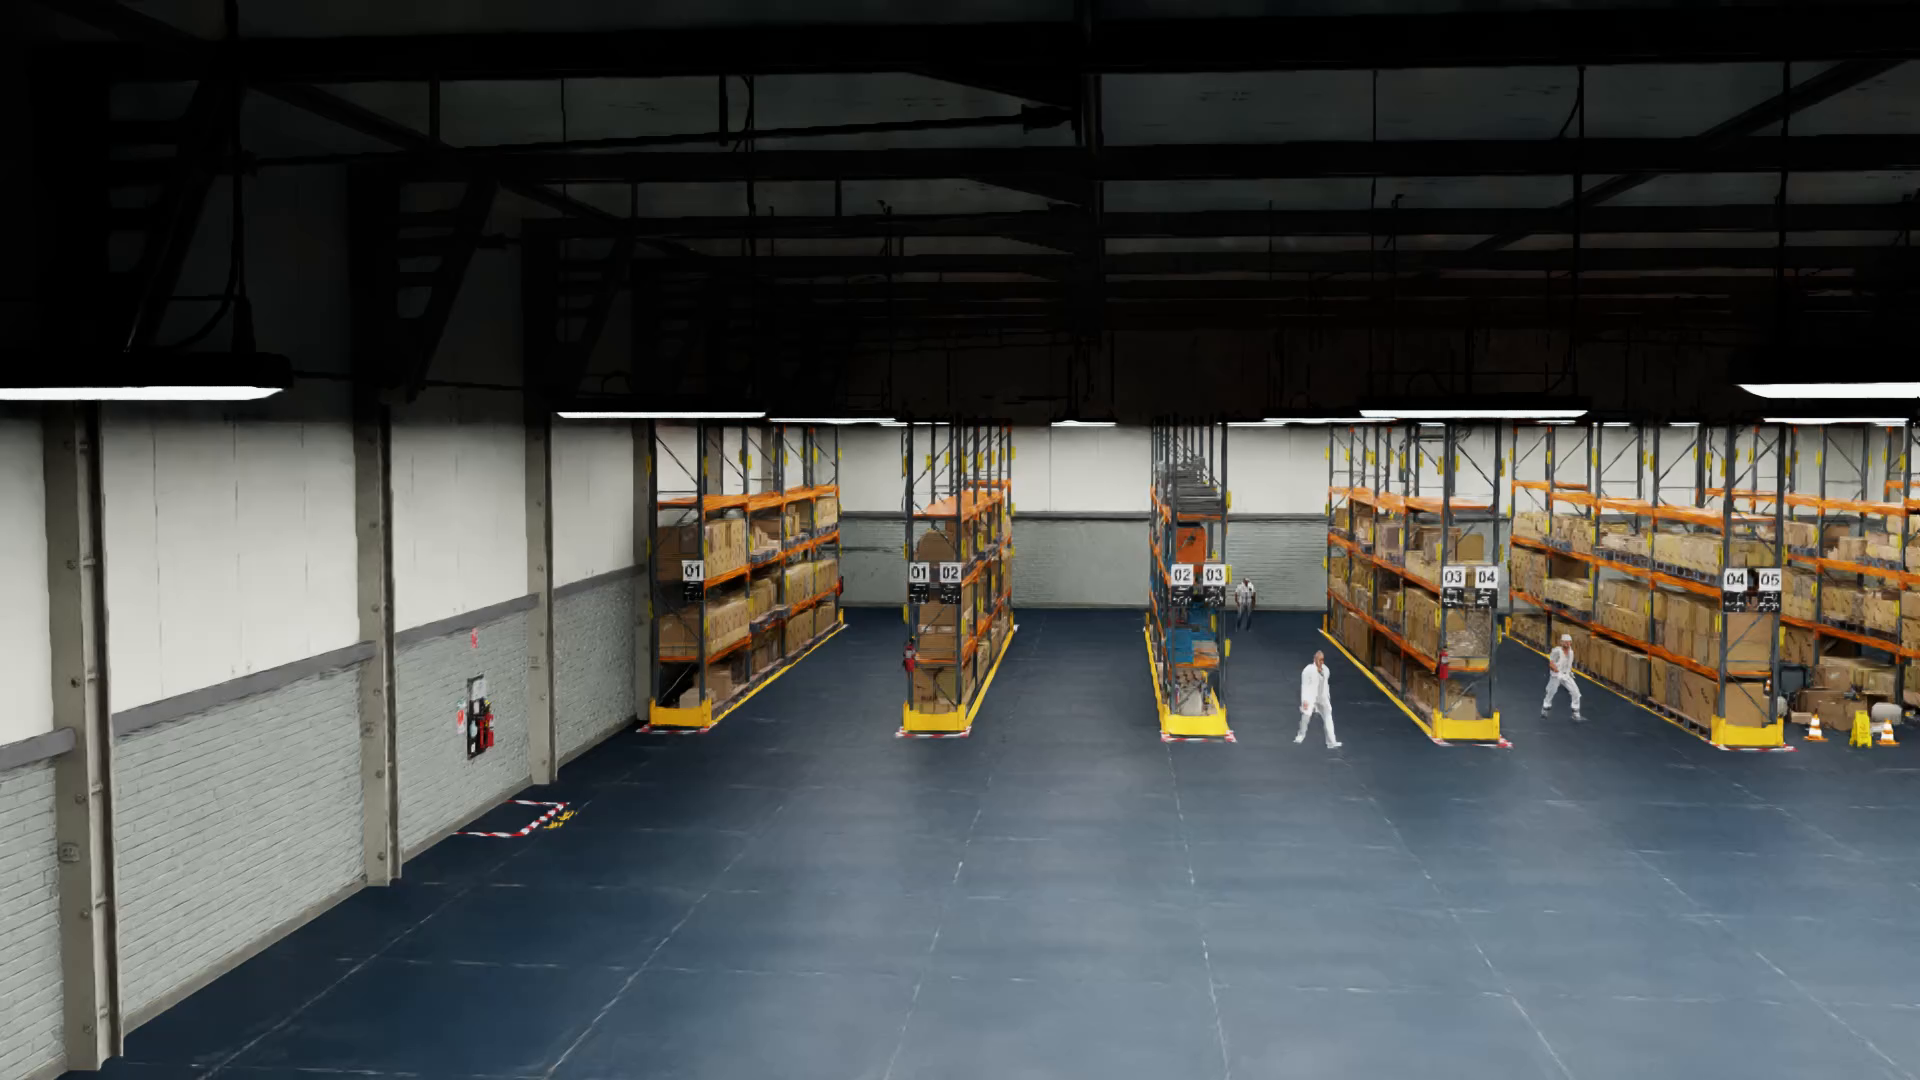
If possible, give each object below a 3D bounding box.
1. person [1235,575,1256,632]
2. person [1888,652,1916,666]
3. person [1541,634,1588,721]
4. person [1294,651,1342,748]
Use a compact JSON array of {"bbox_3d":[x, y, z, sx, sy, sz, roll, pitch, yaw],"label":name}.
[{"bbox_3d":[8.018,1.770,46.780,0.571,1.629,0.531,0,4,3],"label":"person"},{"bbox_3d":[21.823,2.345,38.346,0.612,1.573,0.825,-1,4,-12],"label":"person"},{"bbox_3d":[11.743,2.669,32.440,0.682,1.718,0.811,-1,4,-14],"label":"person"},{"bbox_3d":[6.411,2.850,29.863,0.635,1.735,1.030,-1,4,-17],"label":"person"}]
